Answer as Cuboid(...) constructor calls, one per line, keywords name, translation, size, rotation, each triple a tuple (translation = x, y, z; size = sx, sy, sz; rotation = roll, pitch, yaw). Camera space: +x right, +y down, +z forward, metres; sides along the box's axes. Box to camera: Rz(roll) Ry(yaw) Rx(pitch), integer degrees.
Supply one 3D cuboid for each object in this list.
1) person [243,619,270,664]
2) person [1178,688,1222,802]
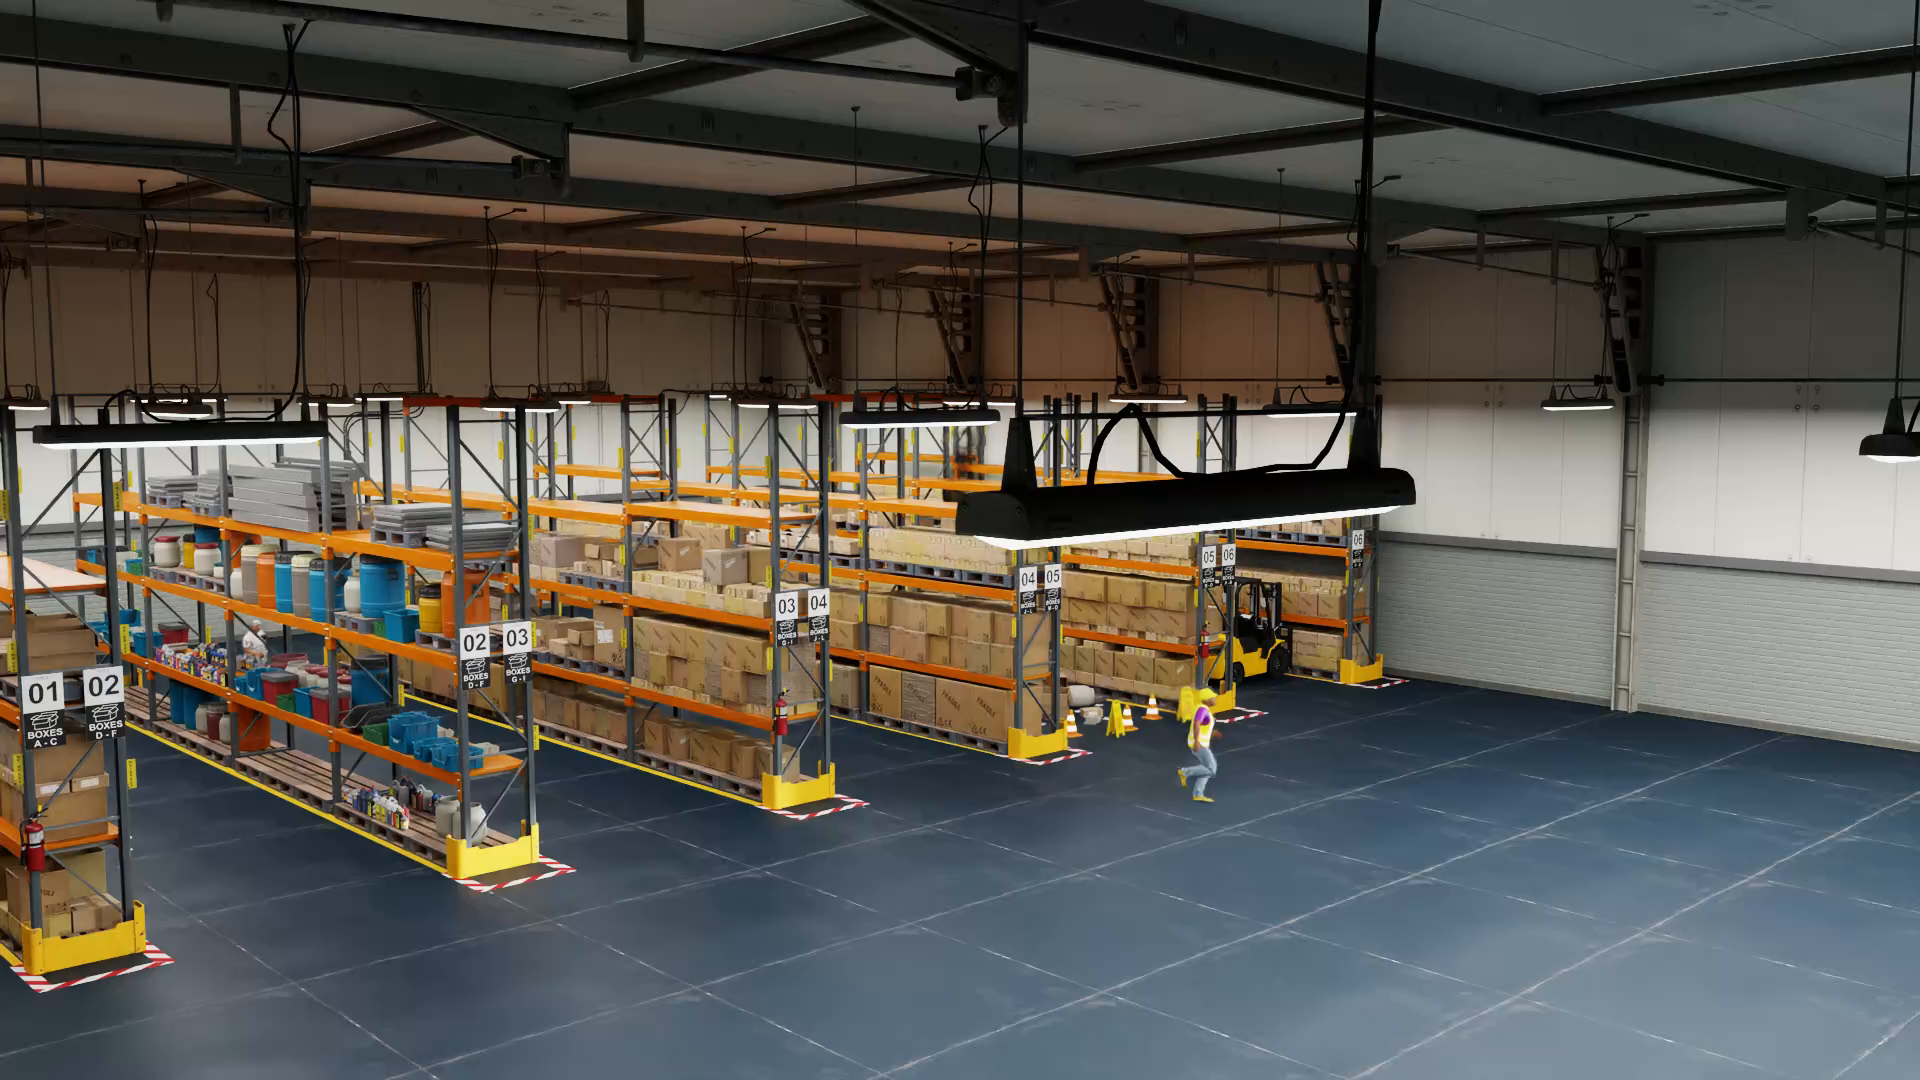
Cuboid(name="person", translation=(-13.802, 2.359, 32.699), size=(0.666, 1.620, 0.584), rotation=(4, 7, 37))
Cuboid(name="person", translation=(3.611, 3.084, 24.961), size=(0.684, 1.713, 0.745), rotation=(0, 6, 1))
